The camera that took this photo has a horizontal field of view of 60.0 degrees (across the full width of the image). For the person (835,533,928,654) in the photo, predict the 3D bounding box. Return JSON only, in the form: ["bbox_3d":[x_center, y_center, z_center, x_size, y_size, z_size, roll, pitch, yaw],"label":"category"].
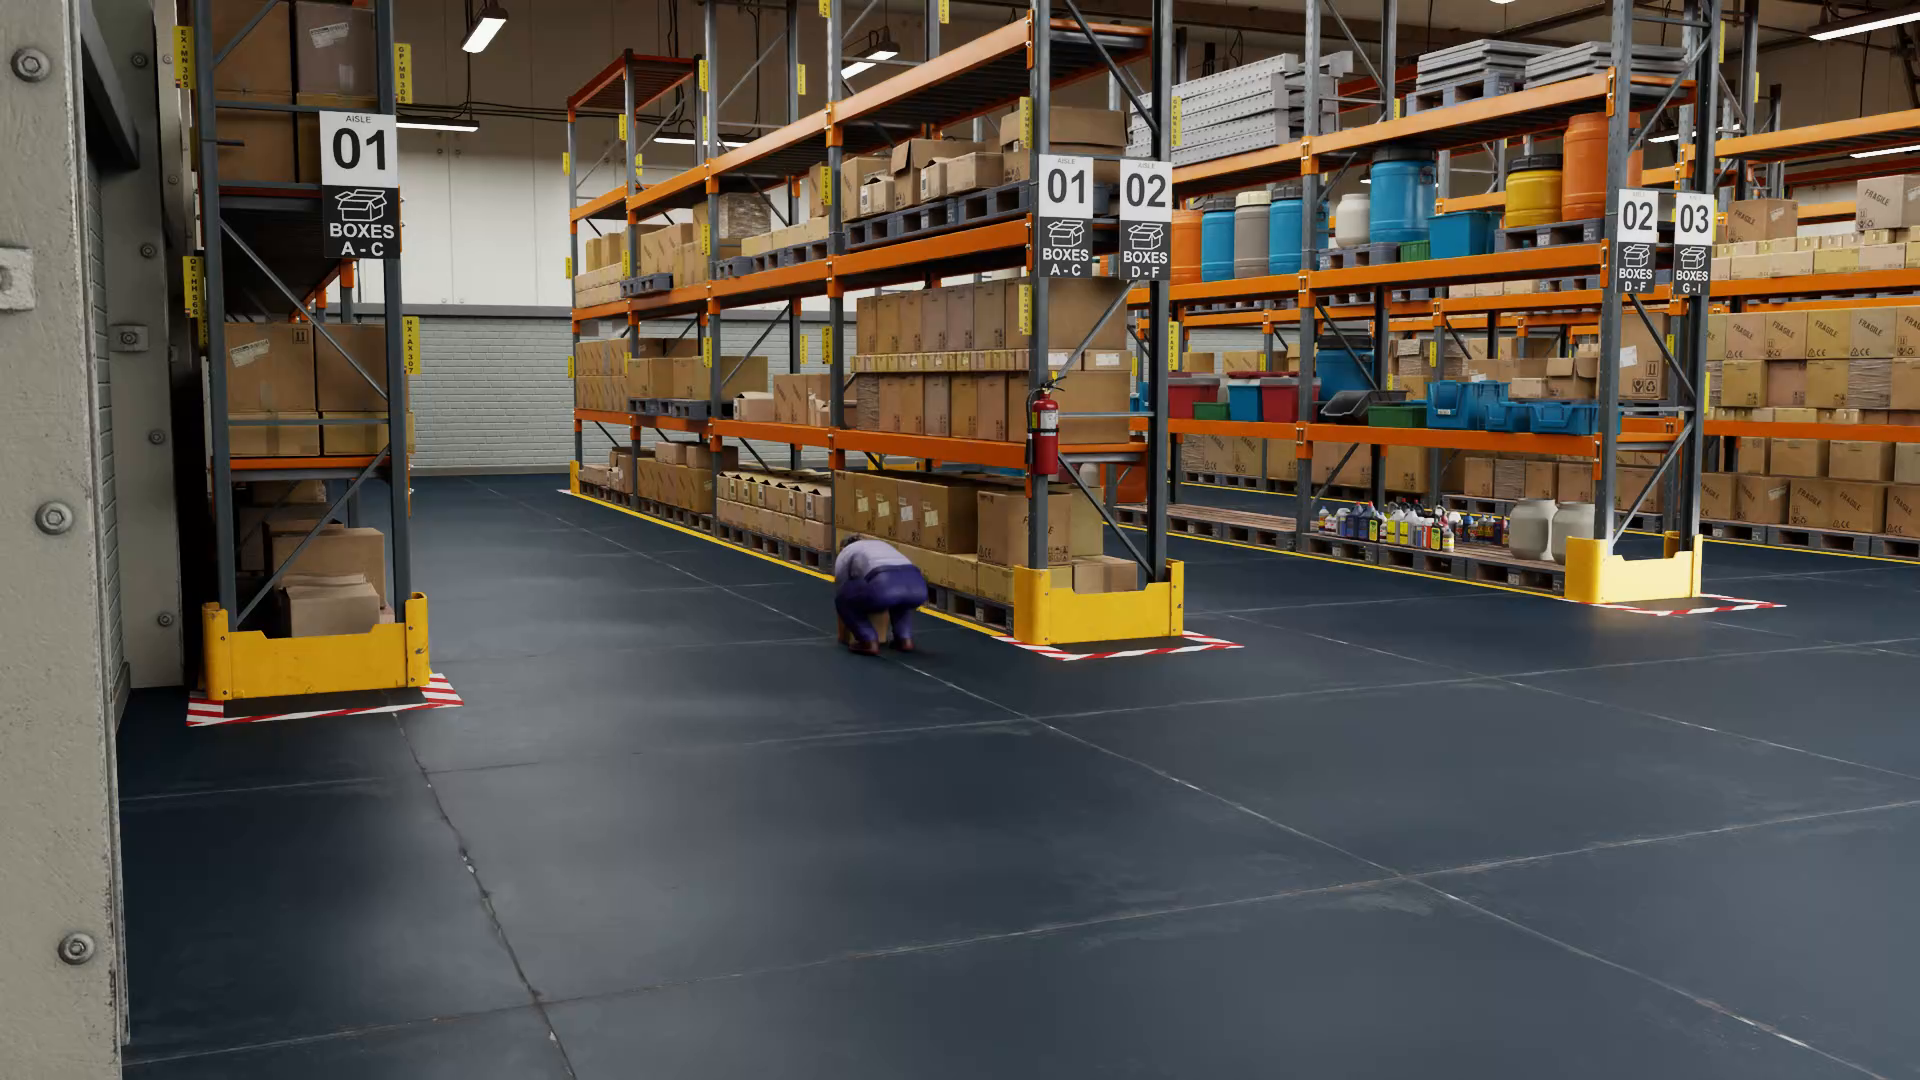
[{"bbox_3d":[-0.548,0.360,10.808,0.503,0.774,0.870,-3,6,-25],"label":"person"}]
